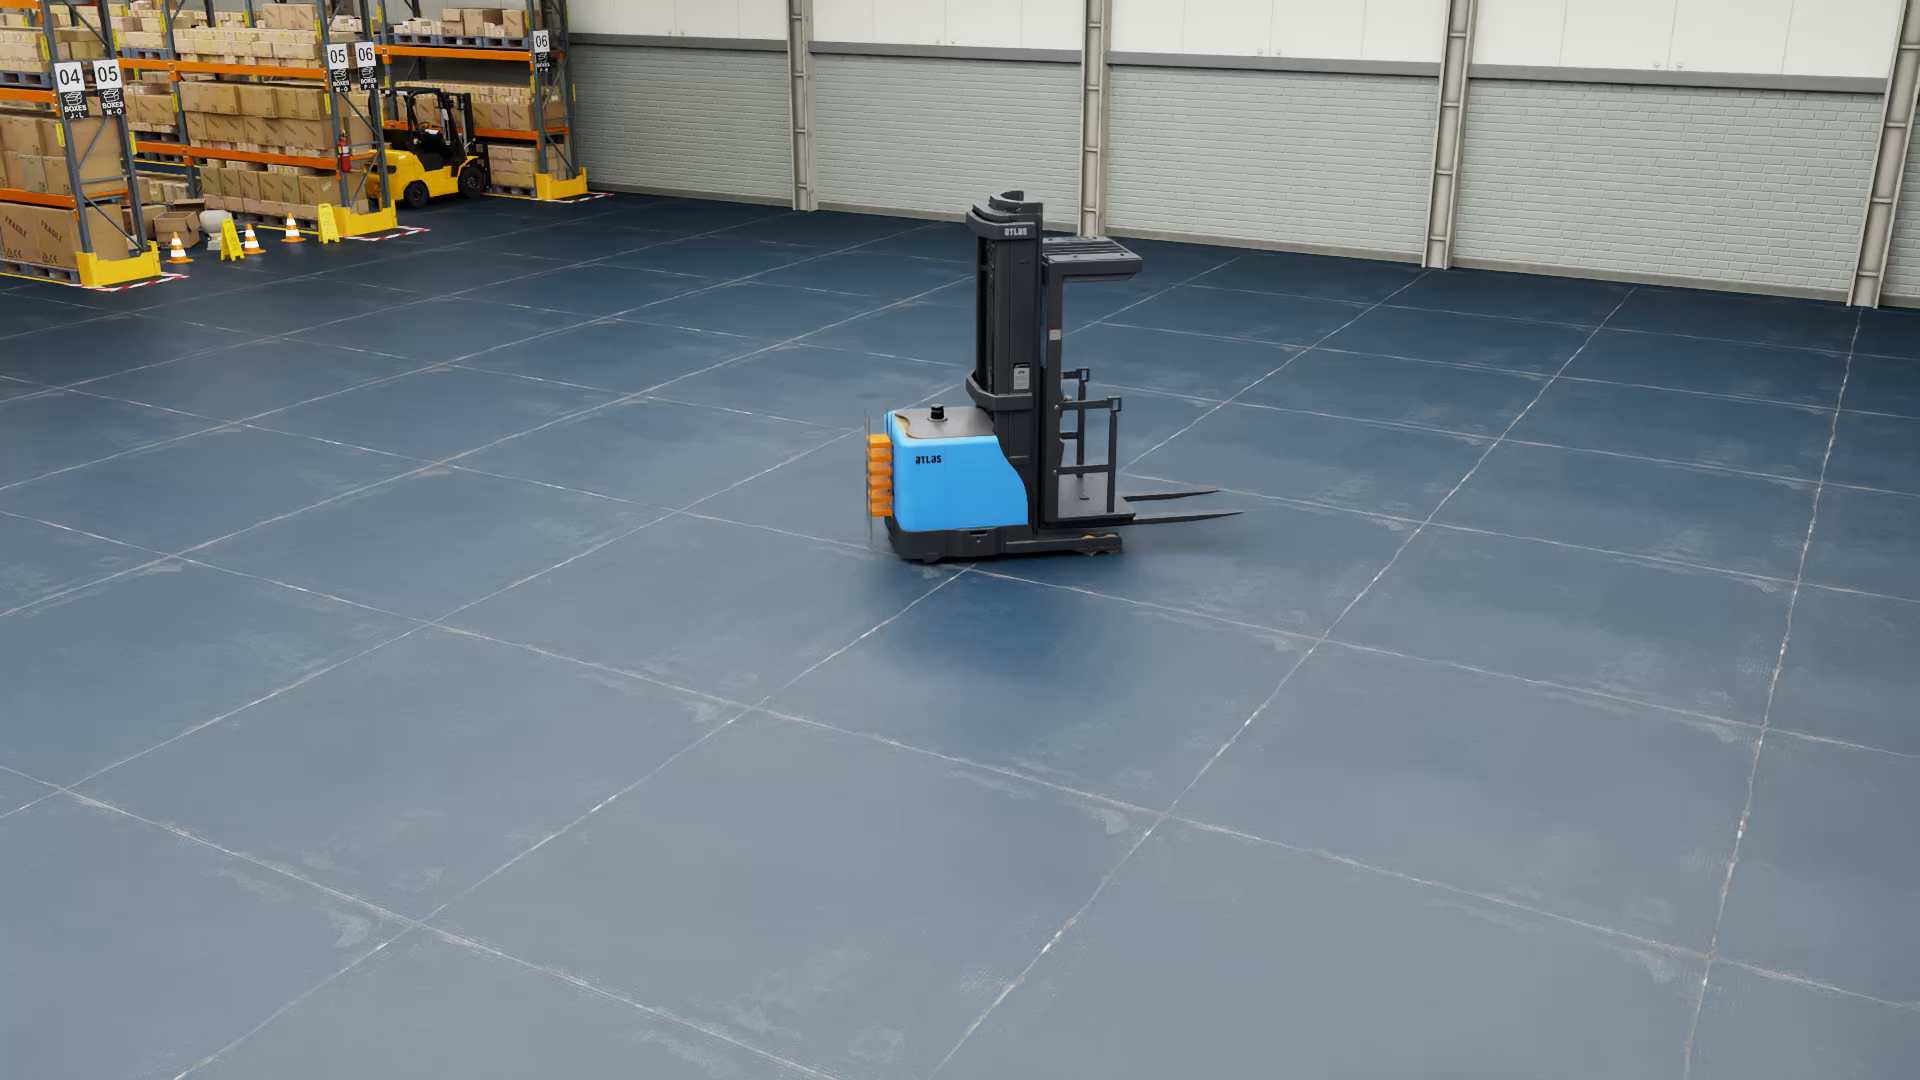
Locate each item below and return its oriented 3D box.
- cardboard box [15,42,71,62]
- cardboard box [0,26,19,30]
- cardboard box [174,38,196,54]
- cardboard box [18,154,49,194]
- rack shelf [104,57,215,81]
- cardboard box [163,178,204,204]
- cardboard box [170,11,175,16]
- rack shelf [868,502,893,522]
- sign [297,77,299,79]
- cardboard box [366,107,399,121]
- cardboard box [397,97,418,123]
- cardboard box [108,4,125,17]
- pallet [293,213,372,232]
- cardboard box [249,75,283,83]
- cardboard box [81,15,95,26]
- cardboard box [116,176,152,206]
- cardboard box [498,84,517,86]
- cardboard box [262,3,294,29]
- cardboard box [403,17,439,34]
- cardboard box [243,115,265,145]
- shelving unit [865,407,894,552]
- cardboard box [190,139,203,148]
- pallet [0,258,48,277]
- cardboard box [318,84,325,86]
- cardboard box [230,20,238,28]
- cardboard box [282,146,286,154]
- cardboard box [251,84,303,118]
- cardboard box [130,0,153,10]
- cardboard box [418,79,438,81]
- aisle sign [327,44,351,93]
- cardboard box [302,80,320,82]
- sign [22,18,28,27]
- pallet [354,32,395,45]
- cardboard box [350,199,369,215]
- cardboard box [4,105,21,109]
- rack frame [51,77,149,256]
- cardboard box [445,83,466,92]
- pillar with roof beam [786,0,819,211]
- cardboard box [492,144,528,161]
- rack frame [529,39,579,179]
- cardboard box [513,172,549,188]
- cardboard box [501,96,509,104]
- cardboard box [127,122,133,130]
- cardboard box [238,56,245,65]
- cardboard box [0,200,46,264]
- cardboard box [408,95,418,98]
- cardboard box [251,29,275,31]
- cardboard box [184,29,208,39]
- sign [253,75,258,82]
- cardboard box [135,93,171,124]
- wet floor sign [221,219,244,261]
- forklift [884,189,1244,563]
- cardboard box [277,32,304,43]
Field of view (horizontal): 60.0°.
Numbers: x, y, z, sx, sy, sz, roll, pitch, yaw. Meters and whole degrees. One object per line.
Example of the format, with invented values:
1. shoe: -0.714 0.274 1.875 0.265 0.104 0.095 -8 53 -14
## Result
1. cardboard box: -13.321 -7.095 24.148 0.500 0.250 0.500 11 23 28
2. cardboard box: -14.449 -7.731 25.317 0.250 0.149 0.380 11 23 28
3. cardboard box: -13.674 -8.853 29.758 0.500 0.250 0.500 10 22 26
4. cardboard box: -13.595 -5.577 25.120 0.550 0.550 0.875 11 23 27
5. rack shelf: -15.670 -8.933 31.249 4.000 0.370 1.077 11 23 27
6. cardboard box: -14.383 -6.577 31.336 0.625 0.372 0.950 11 23 28
7. cardboard box: -17.286 -11.640 36.825 0.250 0.149 0.380 11 23 28
8. rack shelf: -0.680 -0.240 14.102 0.180 0.103 0.258 -4 20 -11
9. sign: -14.731 -10.382 36.890 0.005 0.325 0.100 11 23 27
10. cardboard box: -12.074 -8.942 34.838 0.500 0.250 0.500 11 23 29
11. cardboard box: -11.247 -8.902 34.362 0.500 0.500 0.500 10 22 26
12. cardboard box: -19.049 -12.064 37.876 0.500 0.250 0.500 11 23 27
13. pallet: -11.190 -5.711 29.799 1.213 0.211 1.003 11 23 27
14. cardboard box: -15.372 -10.049 36.906 0.500 0.500 0.500 12 23 30
15. cardboard box: -19.935 -11.994 38.417 0.500 0.250 0.500 11 23 28
16. cardboard box: -14.766 -6.175 29.544 0.500 0.500 0.500 11 23 27
17. cardboard box: -9.104 -9.128 33.597 0.250 0.149 0.380 12 23 29
18. cardboard box: -14.485 -11.181 35.481 0.500 0.500 0.500 11 23 28
19. cardboard box: -10.899 -10.409 33.630 0.500 0.311 0.500 11 23 28
20. cardboard box: -12.344 -7.317 29.556 0.500 0.500 0.500 11 23 28
21. shelving unit: -0.680 -0.508 14.006 0.189 1.200 0.258 -4 20 -11
22. cardboard box: -13.806 -7.263 30.356 0.250 0.149 0.380 11 23 27
23. pallet: -14.555 -4.375 26.117 1.213 0.211 1.003 11 23 27
24. cardboard box: -13.458 -9.657 35.492 0.250 0.149 0.380 11 23 27
25. cardboard box: -15.642 -11.235 36.176 0.250 0.149 0.380 10 22 26
26. cardboard box: -11.746 -6.920 29.412 0.250 0.149 0.380 11 23 28
27. cardboard box: -11.918 -7.681 29.092 0.500 0.500 0.700 10 22 27
28. cardboard box: -18.398 -12.054 37.361 0.258 0.266 0.396 11 22 27
29. cardboard box: -11.081 -9.536 34.720 0.250 0.149 0.380 11 23 27
30. aisle sign: -10.519 -7.989 28.178 0.004 0.787 0.394 11 23 27
31. cardboard box: -14.137 -9.959 36.323 0.250 0.149 0.380 11 23 27
32. sign: -17.694 -9.720 31.490 0.005 0.325 0.100 11 23 27
33. pallet: -12.283 -10.470 34.711 1.217 0.209 0.805 10 22 25
34. cardboard box: -11.001 -5.985 29.881 0.500 0.250 0.500 11 22 27
35. cardboard box: -18.412 -8.447 32.741 0.500 0.250 0.500 10 22 26
36. rack frame: -12.758 -5.373 24.779 0.127 3.000 1.000 11 23 27
37. cardboard box: -10.210 -9.167 33.703 0.250 0.149 0.380 11 23 27
38. pillar with roof beam: -5.044 -9.267 26.715 0.400 9.000 9.100 11 23 27
39. cardboard box: -9.017 -7.784 33.374 0.500 0.250 0.500 11 23 28
40. rack frame: -8.015 -8.342 32.963 0.127 3.000 1.000 11 23 27
41. cardboard box: -8.579 -7.231 33.316 0.500 0.250 0.500 11 23 28
42. cardboard box: -8.888 -8.763 33.026 0.250 0.149 0.380 11 23 28
43. cardboard box: -15.392 -7.785 31.181 0.250 0.149 0.380 11 23 27
44. cardboard box: -12.424 -8.439 29.199 0.250 0.149 0.380 11 23 28
45. cardboard box: -14.151 -4.810 25.728 0.875 0.875 0.875 10 22 26
46. cardboard box: -11.130 -9.185 34.189 0.250 0.149 0.380 11 23 29
47. cardboard box: -12.375 -9.012 29.611 0.250 0.149 0.380 11 23 28
48. cardboard box: -13.567 -9.011 29.609 0.250 0.149 0.380 12 23 29
49. sign: -15.255 -10.016 35.997 0.005 0.325 0.100 11 23 27
50. cardboard box: -14.873 -8.003 30.831 0.500 0.500 0.500 11 23 28
51. wet floor sign: -11.767 -4.851 26.792 0.232 0.644 0.267 7 21 18
52. forklift: 0.906 -1.420 13.983 3.031 2.935 1.130 -4 20 -11
53. cardboard box: -11.506 -8.647 28.606 0.250 0.149 0.380 11 23 28
